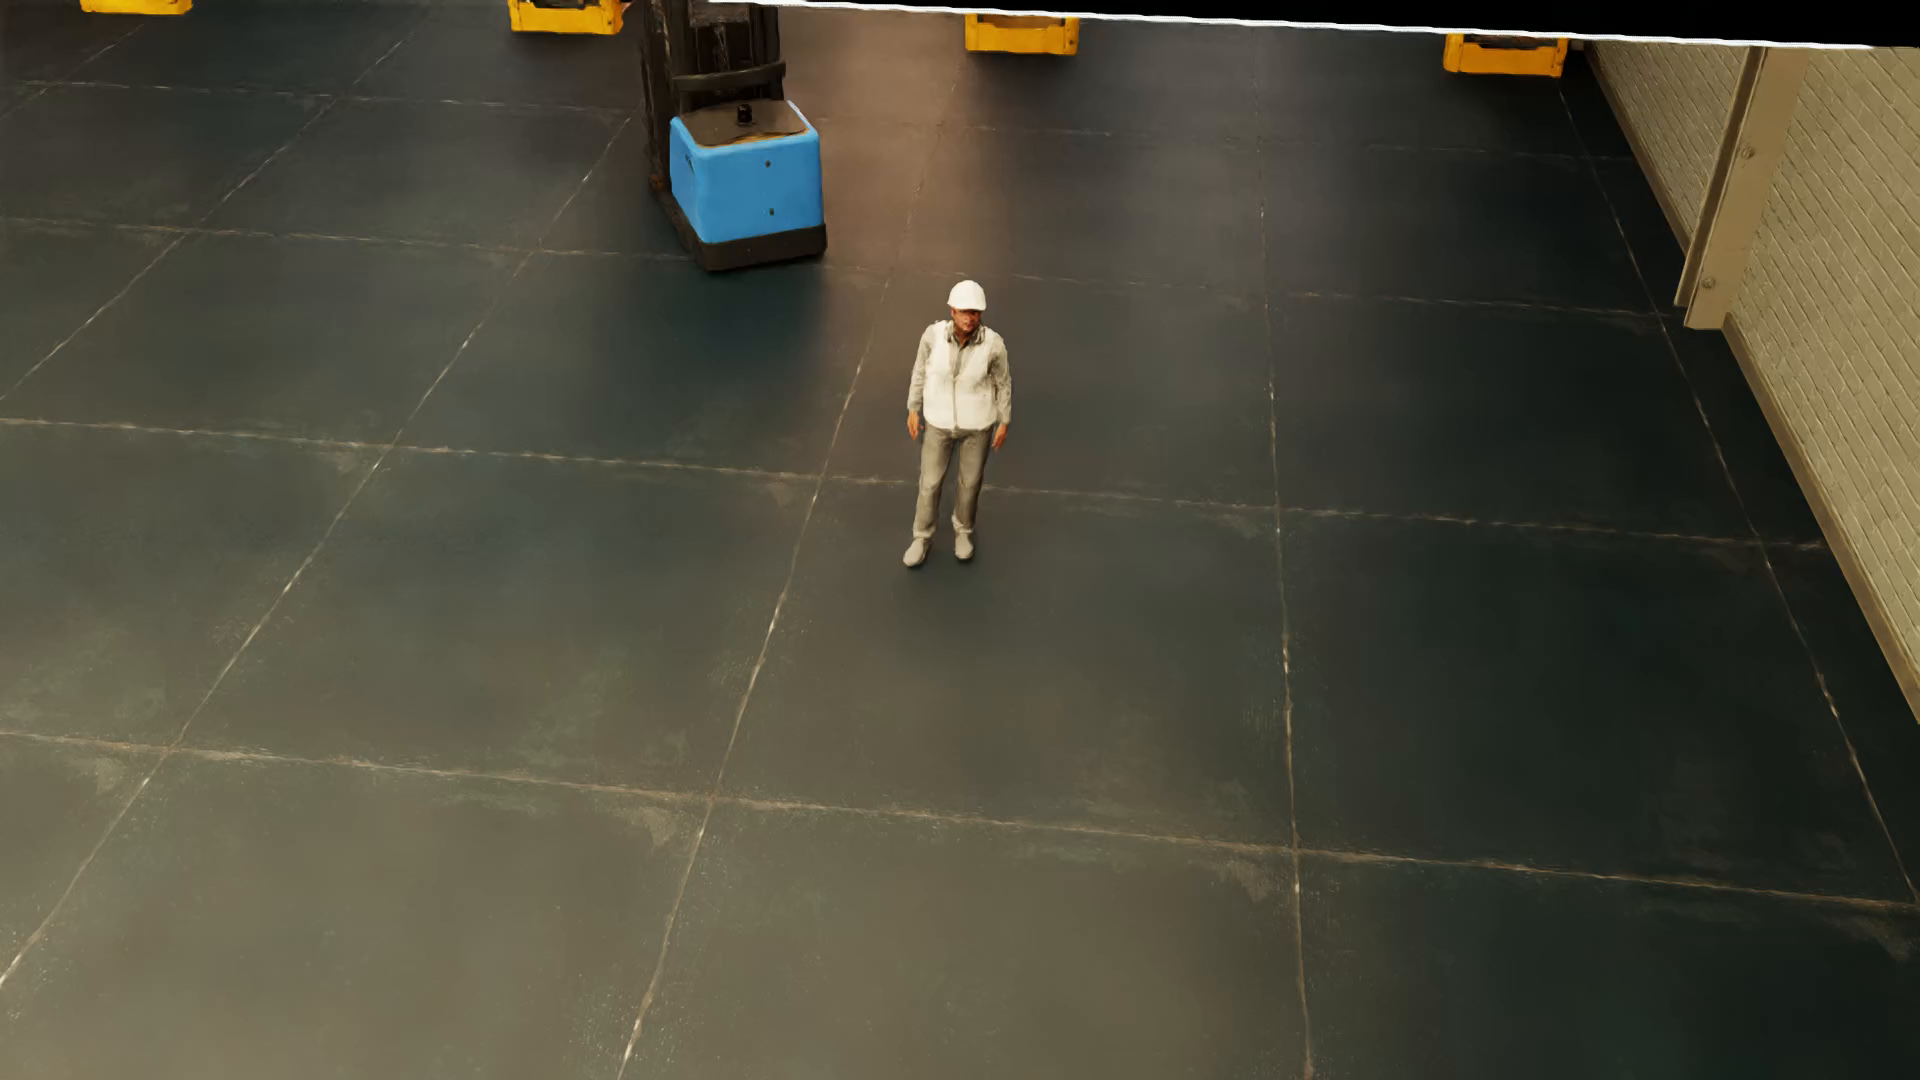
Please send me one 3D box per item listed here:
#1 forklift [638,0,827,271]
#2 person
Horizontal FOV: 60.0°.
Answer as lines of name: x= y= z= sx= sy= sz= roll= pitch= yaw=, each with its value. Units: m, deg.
forklift: x=-2.102 y=-4.206 z=13.735 sx=1.130 sy=2.935 sz=3.031 roll=-13 pitch=38 yaw=-17
person: x=-0.016 y=-0.684 z=9.920 sx=0.632 sy=1.773 sz=0.567 roll=4 pitch=37 yaw=6
